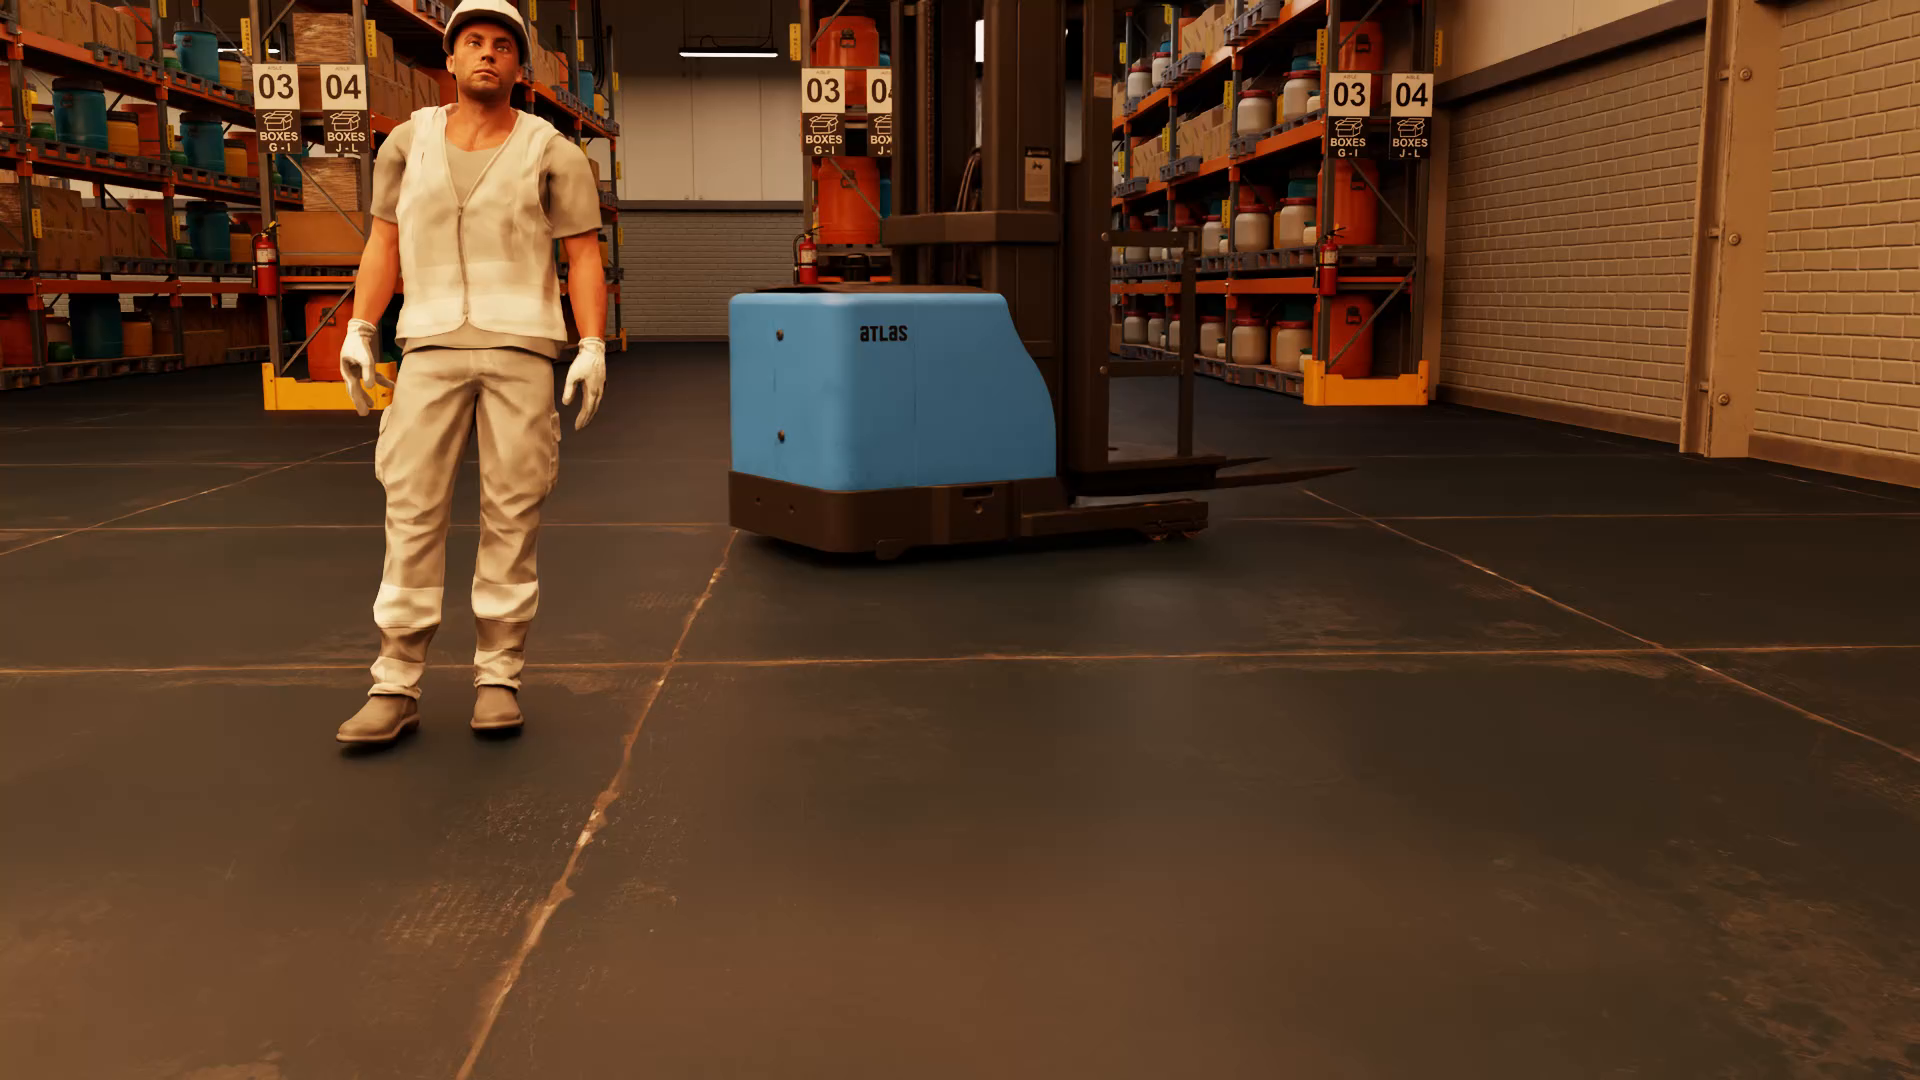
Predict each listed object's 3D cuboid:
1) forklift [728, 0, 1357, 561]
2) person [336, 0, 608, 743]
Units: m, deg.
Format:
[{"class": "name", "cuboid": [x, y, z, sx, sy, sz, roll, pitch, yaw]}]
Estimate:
[{"class": "forklift", "cuboid": [0.507, -1.507, 7.480, 3.031, 2.935, 1.130, -5, 10, -32]}, {"class": "person", "cuboid": [-1.188, -0.426, 4.037, 0.638, 1.791, 0.561, -1, 8, -5]}]
